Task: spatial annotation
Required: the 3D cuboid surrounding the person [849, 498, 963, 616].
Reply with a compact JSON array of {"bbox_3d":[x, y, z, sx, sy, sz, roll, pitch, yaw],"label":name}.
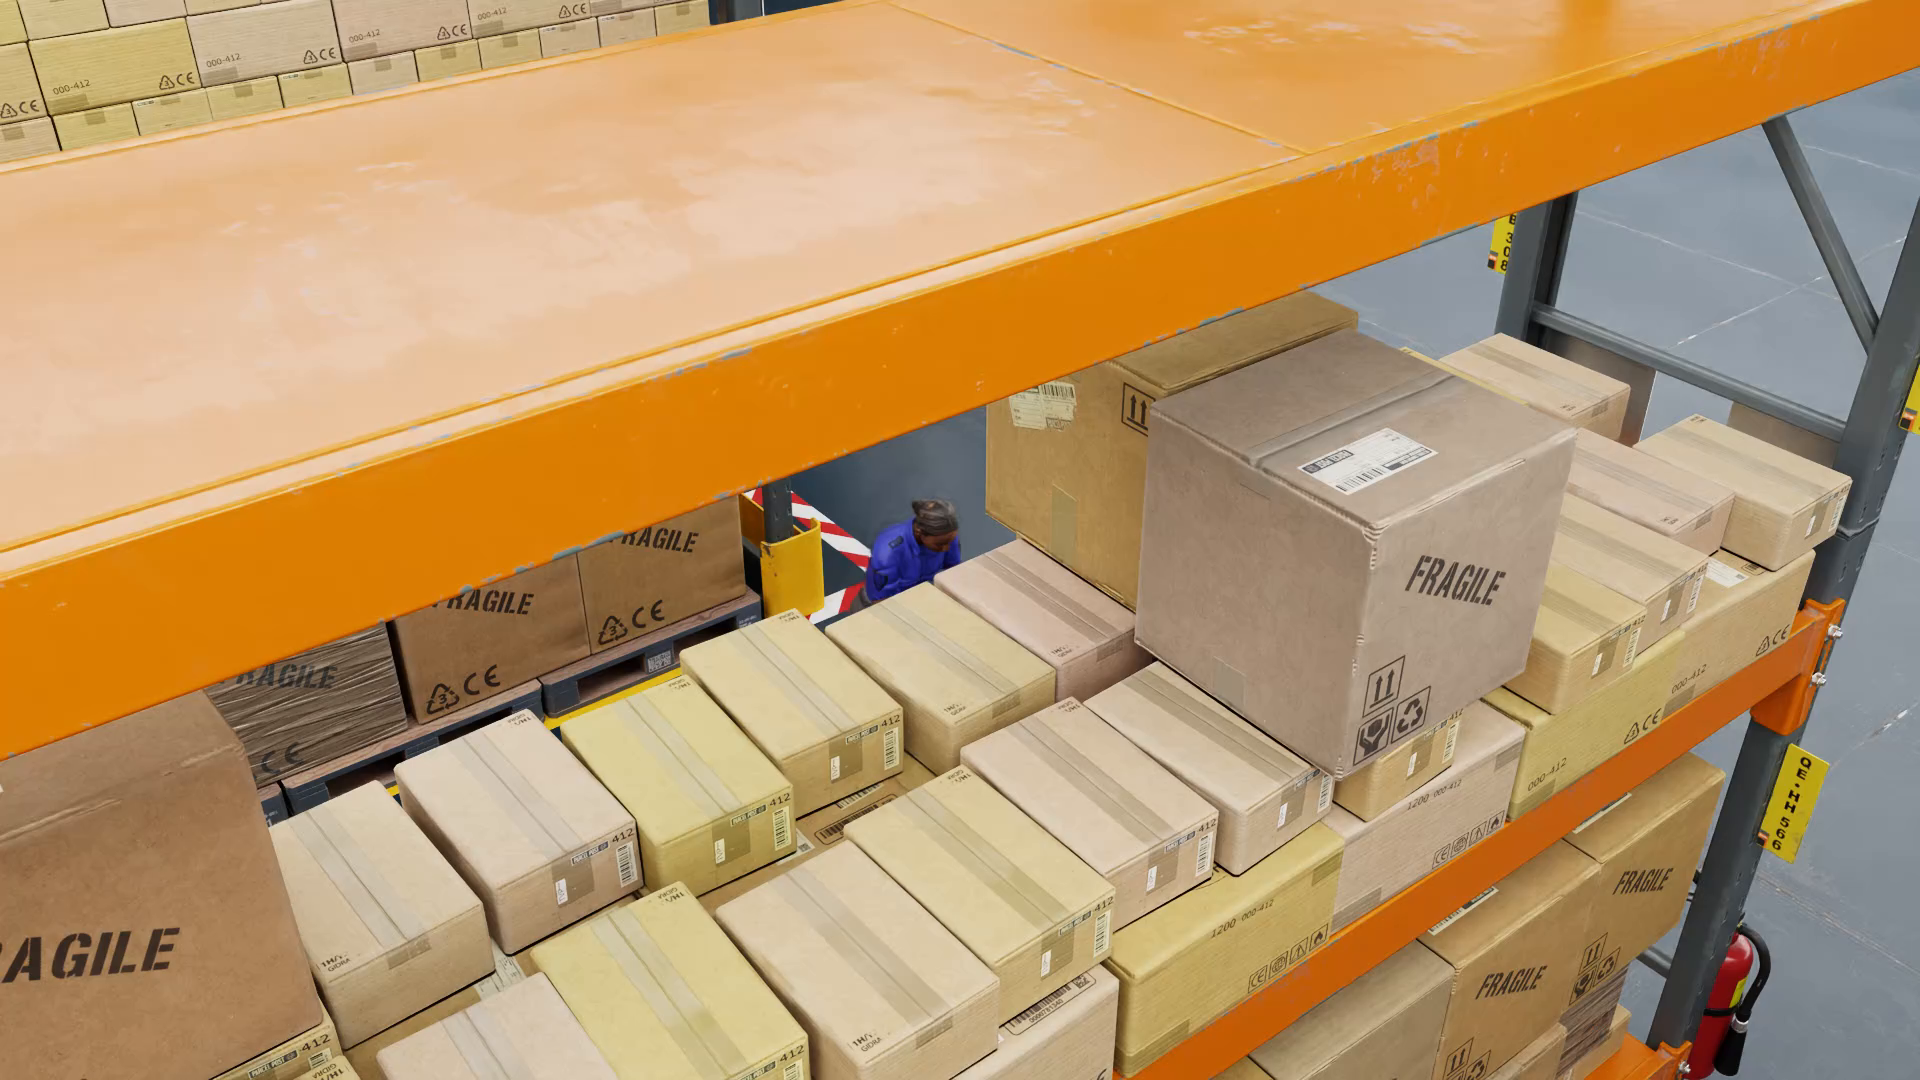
[{"bbox_3d":[-0.206,0.387,7.379,0.490,1.465,0.555,-22,38,-31],"label":"person"}]
